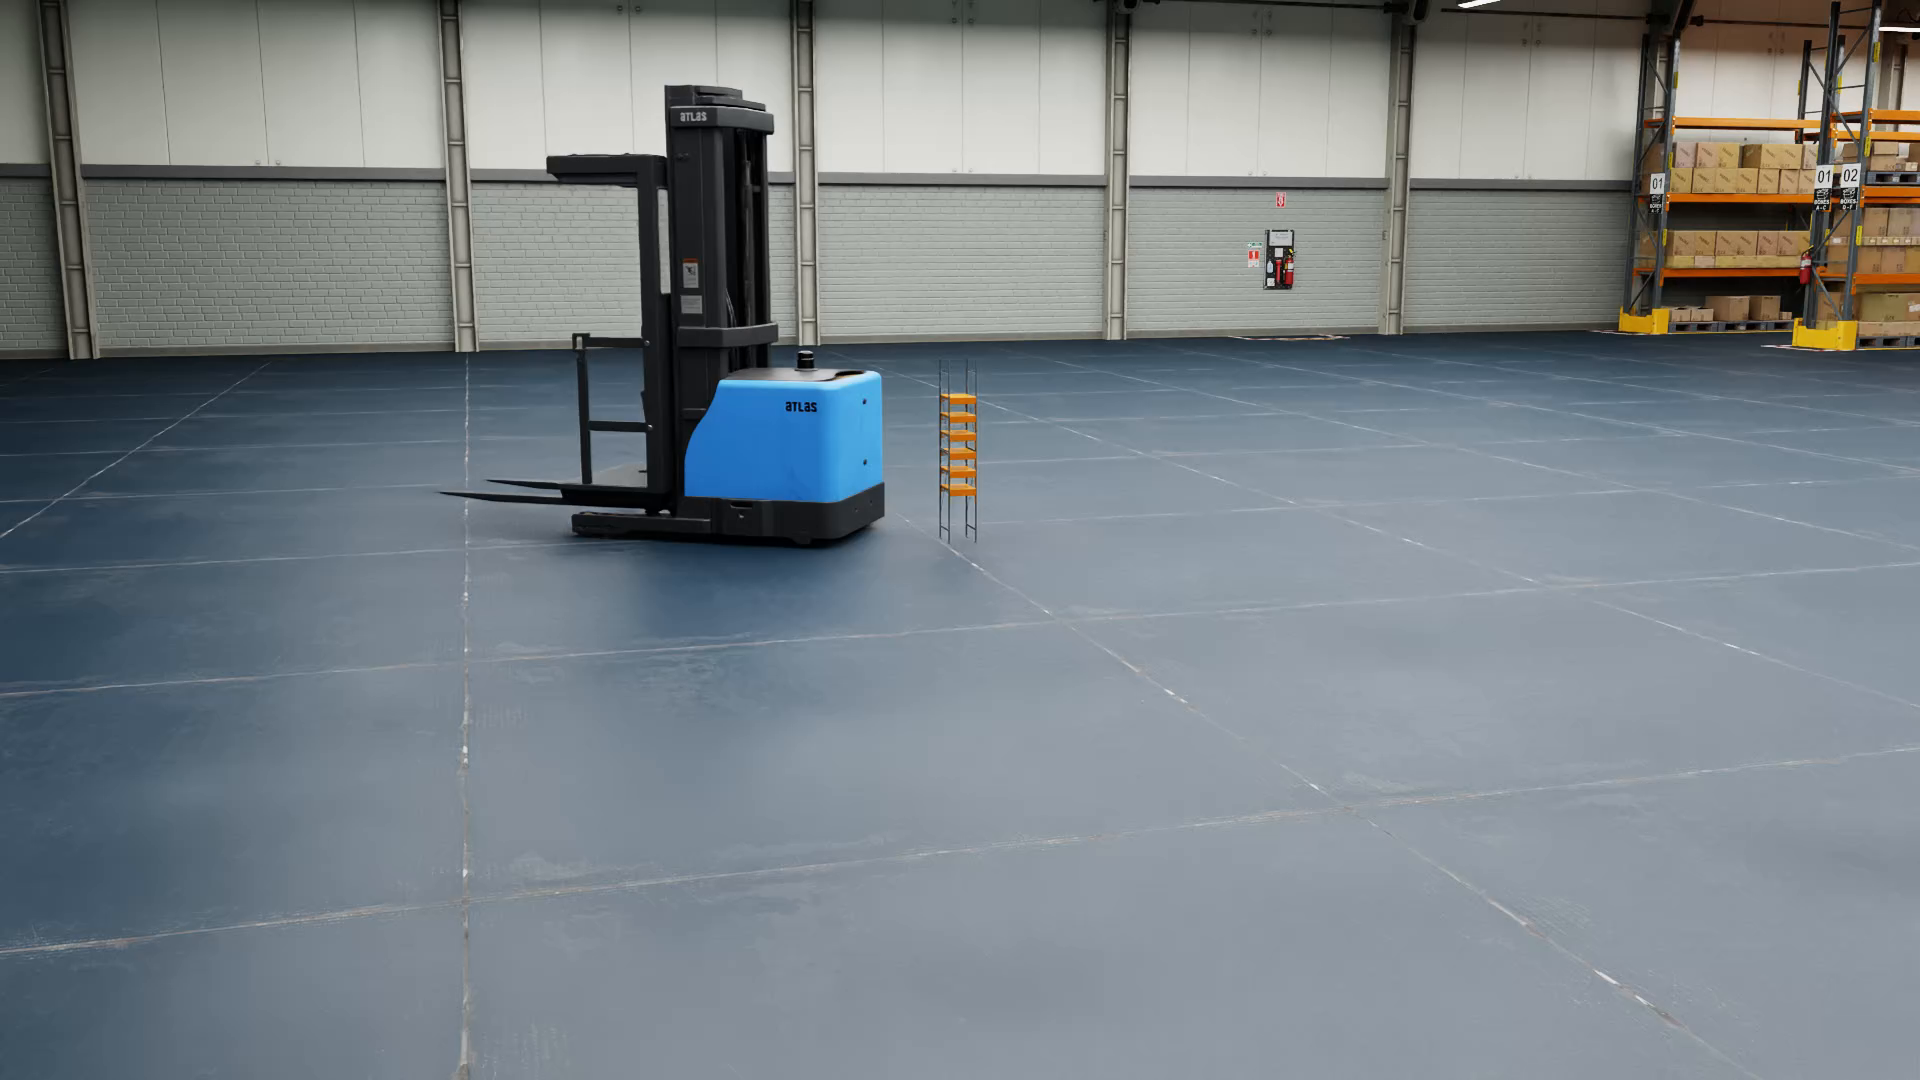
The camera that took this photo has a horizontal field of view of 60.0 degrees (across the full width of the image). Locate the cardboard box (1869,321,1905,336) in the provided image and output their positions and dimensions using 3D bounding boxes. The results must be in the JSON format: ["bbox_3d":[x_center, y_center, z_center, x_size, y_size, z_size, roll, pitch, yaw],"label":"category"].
[{"bbox_3d":[16.513,-3.787,29.767,0.500,0.250,0.500,-3,11,-16],"label":"cardboard box"}]

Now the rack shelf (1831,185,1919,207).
[{"bbox_3d":[17.378,-6.141,29.821,4.000,0.370,1.077,-3,11,-16],"label":"rack shelf"}]

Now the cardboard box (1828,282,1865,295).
[{"bbox_3d":[19.034,-5.400,35.714,0.500,0.250,0.500,-3,11,-17],"label":"cardboard box"}]

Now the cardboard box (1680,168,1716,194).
[{"bbox_3d":[14.986,-7.308,33.841,0.500,0.500,0.500,-2,11,-12],"label":"cardboard box"}]

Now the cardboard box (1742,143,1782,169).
[{"bbox_3d":[16.483,-7.877,34.173,0.500,0.500,0.500,-3,11,-18],"label":"cardboard box"}]

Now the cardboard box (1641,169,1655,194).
[{"bbox_3d":[14.399,-7.379,34.225,0.500,0.500,0.500,-2,11,-12],"label":"cardboard box"}]

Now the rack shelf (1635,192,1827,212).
[{"bbox_3d":[15.989,-7.002,34.497,4.000,0.370,1.077,-3,11,-16],"label":"rack shelf"}]

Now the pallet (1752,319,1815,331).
[{"bbox_3d":[17.275,-4.570,35.288,1.213,0.211,1.003,-3,11,-16],"label":"pallet"}]

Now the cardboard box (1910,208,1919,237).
[{"bbox_3d":[16.947,-5.683,29.771,0.500,0.500,0.700,-3,11,-16],"label":"cardboard box"}]

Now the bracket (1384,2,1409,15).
[{"bbox_3d":[8.439,-10.299,32.196,0.430,0.232,0.235,-3,11,-16],"label":"bracket"}]

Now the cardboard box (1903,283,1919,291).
[{"bbox_3d":[20.509,-5.476,36.127,0.500,0.250,0.500,-3,11,-15],"label":"cardboard box"}]

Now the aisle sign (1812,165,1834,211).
[{"bbox_3d":[15.312,-6.244,29.501,0.004,0.787,0.394,-3,11,-16],"label":"aisle sign"}]

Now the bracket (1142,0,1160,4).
[{"bbox_3d":[3.475,-10.038,30.774,0.430,0.232,0.235,-3,11,-16],"label":"bracket"}]

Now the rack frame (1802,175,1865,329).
[{"bbox_3d":[15.457,-4.918,29.477,0.127,3.000,1.000,-3,11,-16],"label":"rack frame"}]

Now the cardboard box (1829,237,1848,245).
[{"bbox_3d":[15.771,-5.339,29.695,0.250,0.149,0.380,-3,11,-17],"label":"cardboard box"}]

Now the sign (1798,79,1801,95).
[{"bbox_3d":[17.749,-9.565,35.134,0.005,0.325,0.100,-3,11,-16],"label":"sign"}]

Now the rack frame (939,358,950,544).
[{"bbox_3d":[-0.102,-0.585,10.909,0.006,1.200,0.240,-3,11,-16],"label":"rack frame"}]

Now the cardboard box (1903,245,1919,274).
[{"bbox_3d":[16.890,-5.040,29.864,0.500,0.500,0.700,-3,11,-16],"label":"cardboard box"}]

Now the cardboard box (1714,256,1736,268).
[{"bbox_3d":[15.612,-5.738,34.291,0.500,0.250,0.500,-3,11,-17],"label":"cardboard box"}]

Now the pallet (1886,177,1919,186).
[{"bbox_3d":[17.317,-6.444,29.723,1.213,0.211,1.003,-3,11,-16],"label":"pallet"}]

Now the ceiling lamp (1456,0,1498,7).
[{"bbox_3d":[8.708,-10.546,27.352,0.800,3.185,2.000,-3,11,-16],"label":"ceiling lamp"}]

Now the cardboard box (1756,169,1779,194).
[{"bbox_3d":[16.483,-7.389,34.284,0.500,0.500,0.500,-3,11,-18],"label":"cardboard box"}]

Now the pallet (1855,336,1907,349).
[{"bbox_3d":[16.180,-3.593,29.980,1.213,0.211,1.003,-3,11,-16],"label":"pallet"}]

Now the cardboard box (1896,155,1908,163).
[{"bbox_3d":[17.023,-6.757,29.882,0.500,0.311,0.500,-2,11,-9],"label":"cardboard box"}]

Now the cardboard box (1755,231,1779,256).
[{"bbox_3d":[16.578,-6.159,34.505,0.500,0.500,0.500,-3,11,-18],"label":"cardboard box"}]

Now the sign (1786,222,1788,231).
[{"bbox_3d":[17.751,-6.647,35.672,0.005,0.325,0.100,-3,11,-16],"label":"sign"}]

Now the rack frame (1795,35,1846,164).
[{"bbox_3d":[17.910,-8.932,34.710,0.127,3.000,1.000,-3,11,-16],"label":"rack frame"}]

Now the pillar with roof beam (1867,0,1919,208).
[{"bbox_3d":[21.464,-8.471,32.204,0.548,9.000,9.100,-3,11,-16],"label":"pillar with roof beam"}]

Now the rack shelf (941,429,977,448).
[{"bbox_3d":[-0.014,-0.664,10.920,0.180,0.103,0.258,-3,11,-16],"label":"rack shelf"}]

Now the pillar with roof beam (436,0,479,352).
[{"bbox_3d":[-7.341,-6.953,23.958,0.400,9.000,9.100,-3,11,-16],"label":"pillar with roof beam"}]

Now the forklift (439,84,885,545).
[{"bbox_3d":[-2.098,-1.537,11.302,3.031,2.935,1.130,3,11,16],"label":"forklift"}]

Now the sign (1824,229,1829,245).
[{"bbox_3d":[18.069,-6.313,34.665,0.005,0.325,0.100,-3,11,-16],"label":"sign"}]

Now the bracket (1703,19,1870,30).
[{"bbox_3d":[17.471,-10.775,34.781,4.783,0.066,0.076,-3,11,-16],"label":"bracket"}]

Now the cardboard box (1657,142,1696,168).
[{"bbox_3d":[14.507,-7.782,33.658,0.500,0.500,0.500,-4,11,-20],"label":"cardboard box"}]

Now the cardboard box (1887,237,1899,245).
[{"bbox_3d":[16.387,-5.295,29.456,0.250,0.149,0.380,-3,11,-16],"label":"cardboard box"}]

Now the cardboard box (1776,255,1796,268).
[{"bbox_3d":[17.059,-5.817,34.720,0.500,0.250,0.500,-3,11,-16],"label":"cardboard box"}]

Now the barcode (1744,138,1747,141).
[{"bbox_3d":[16.455,-8.396,34.834,0.075,0.075,0.001,-3,11,-16],"label":"barcode"}]

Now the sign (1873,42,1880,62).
[{"bbox_3d":[15.606,-8.309,28.309,0.005,0.325,0.100,-3,11,-16],"label":"sign"}]

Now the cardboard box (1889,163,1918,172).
[{"bbox_3d":[16.636,-6.574,29.335,0.250,0.149,0.380,-3,11,-16],"label":"cardboard box"}]

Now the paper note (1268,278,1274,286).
[{"bbox_3d":[6.166,-5.113,32.967,0.142,0.148,0.016,-3,11,-16],"label":"paper note"}]

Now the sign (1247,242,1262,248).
[{"bbox_3d":[5.802,-5.810,32.758,0.331,0.109,0.001,-3,11,-16],"label":"sign"}]

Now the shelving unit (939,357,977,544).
[{"bbox_3d":[-0.014,-0.589,10.934,0.189,1.200,0.258,-3,11,-16],"label":"shelving unit"}]

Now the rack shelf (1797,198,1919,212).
[{"bbox_3d":[19.830,-7.204,35.597,4.000,0.370,1.077,-3,11,-16],"label":"rack shelf"}]

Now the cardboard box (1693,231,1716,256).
[{"bbox_3d":[15.089,-6.079,34.072,0.500,0.500,0.500,-3,11,-16],"label":"cardboard box"}]

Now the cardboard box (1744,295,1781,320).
[{"bbox_3d":[16.924,-4.909,35.117,0.500,0.500,0.500,-4,11,-20],"label":"cardboard box"}]

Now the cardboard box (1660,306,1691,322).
[{"bbox_3d":[14.759,-4.693,34.463,0.500,0.311,0.500,-4,11,-22],"label":"cardboard box"}]

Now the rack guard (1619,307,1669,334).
[{"bbox_3d":[14.142,-4.554,34.401,0.348,0.500,1.175,-3,11,-16],"label":"rack guard"}]

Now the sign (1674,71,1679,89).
[{"bbox_3d":[14.221,-9.134,33.007,0.005,0.325,0.100,-3,11,-16],"label":"sign"}]

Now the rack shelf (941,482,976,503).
[{"bbox_3d":[-0.014,-0.310,10.985,0.180,0.103,0.258,-3,11,-16],"label":"rack shelf"}]

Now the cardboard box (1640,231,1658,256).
[{"bbox_3d":[14.462,-6.145,34.428,0.500,0.500,0.500,-3,11,-17],"label":"cardboard box"}]

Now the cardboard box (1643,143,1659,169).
[{"bbox_3d":[14.410,-7.872,34.146,0.500,0.500,0.500,-3,11,-13],"label":"cardboard box"}]

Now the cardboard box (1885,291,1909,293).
[{"bbox_3d":[17.326,-4.298,30.474,0.500,0.500,0.500,-3,11,-16],"label":"cardboard box"}]
